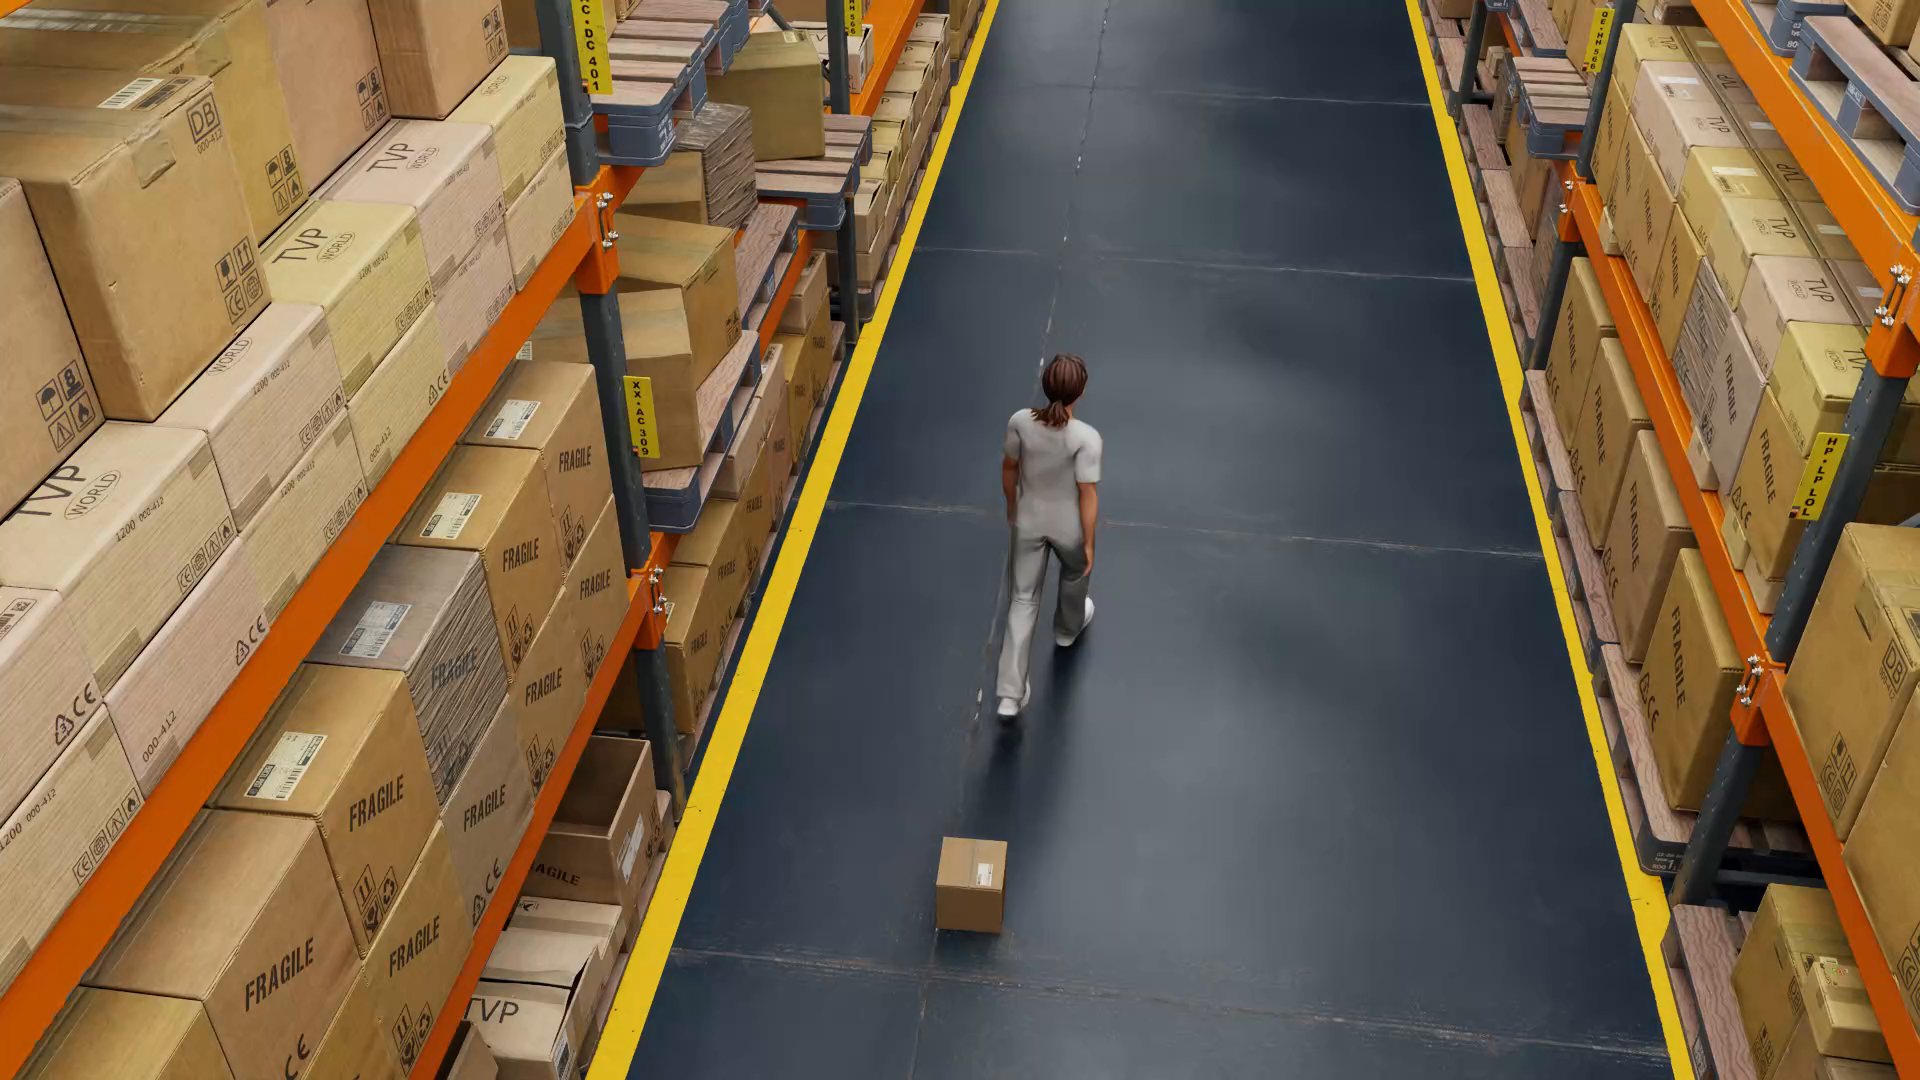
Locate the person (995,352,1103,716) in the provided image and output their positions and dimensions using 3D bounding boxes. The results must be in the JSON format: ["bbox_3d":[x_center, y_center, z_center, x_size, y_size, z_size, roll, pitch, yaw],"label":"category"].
[{"bbox_3d":[0.370,-0.049,7.118,0.455,1.624,1.011,12,38,15],"label":"person"}]
